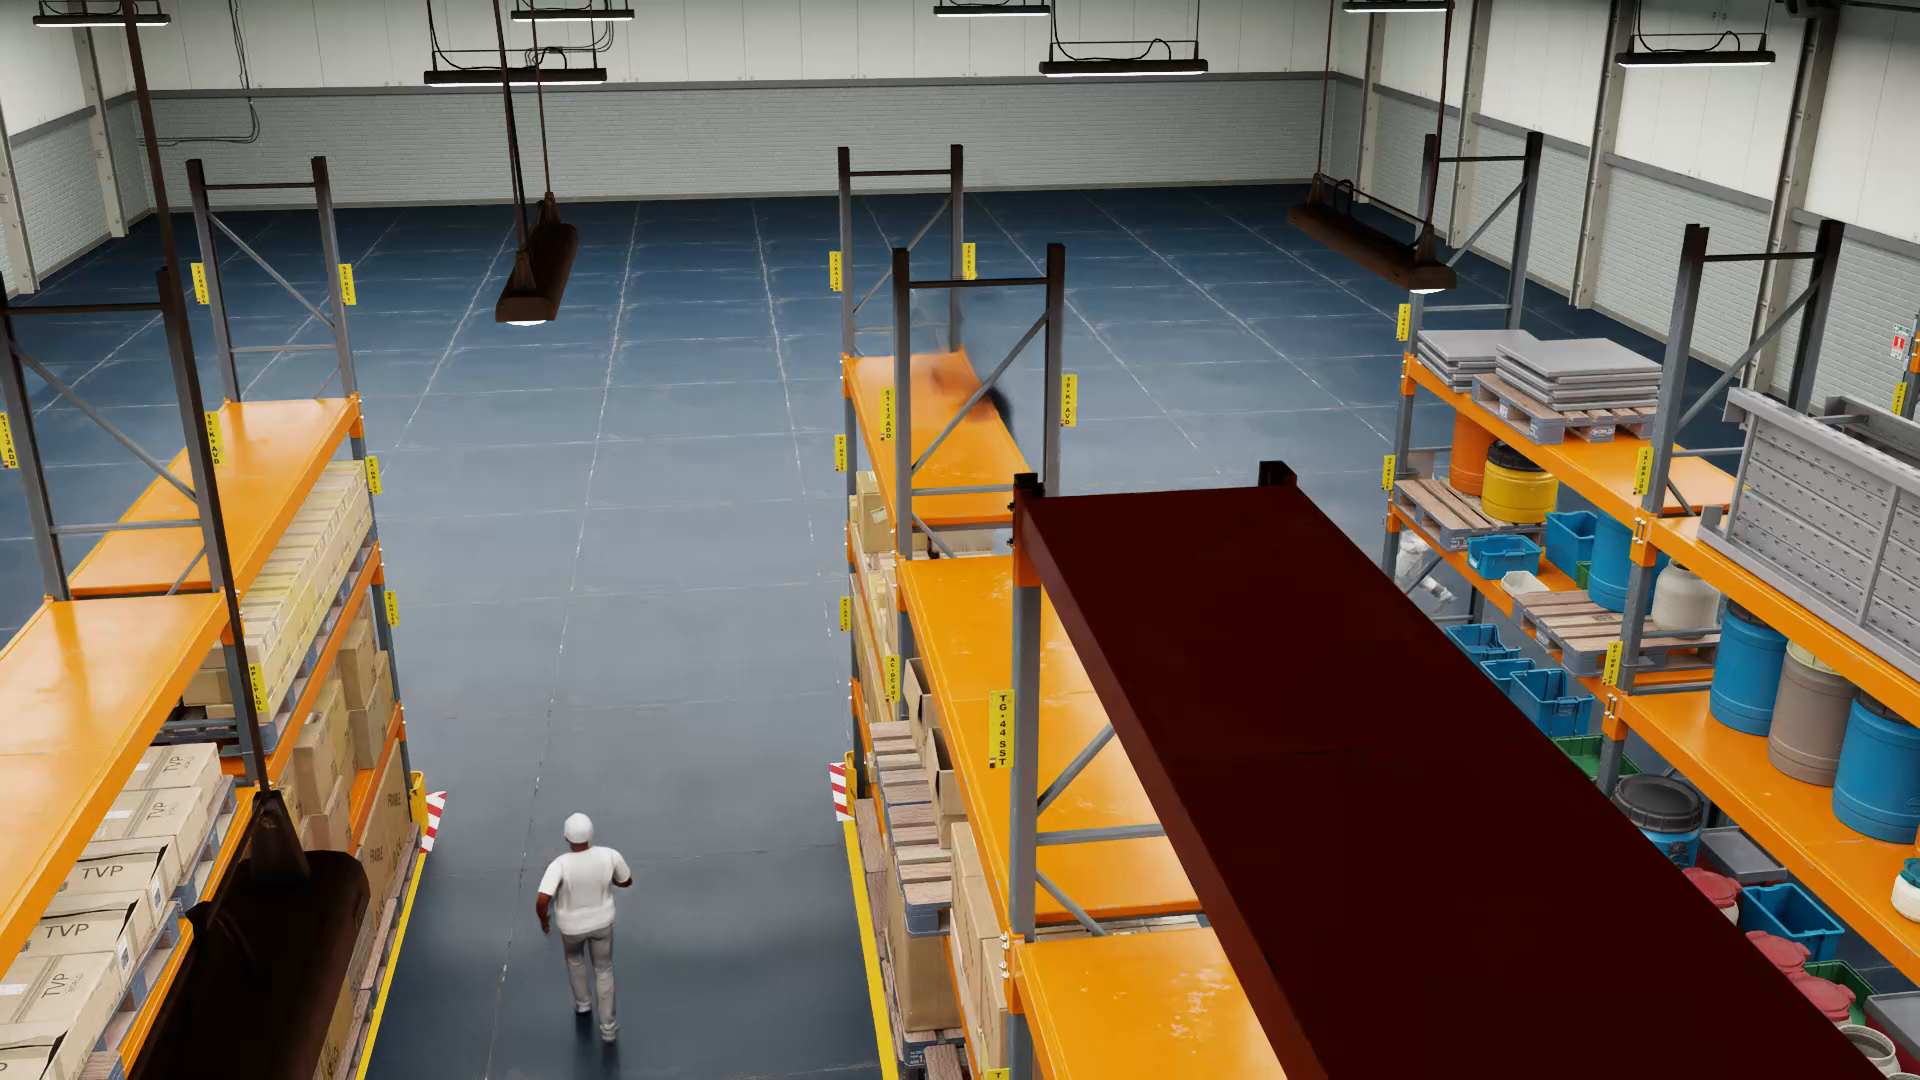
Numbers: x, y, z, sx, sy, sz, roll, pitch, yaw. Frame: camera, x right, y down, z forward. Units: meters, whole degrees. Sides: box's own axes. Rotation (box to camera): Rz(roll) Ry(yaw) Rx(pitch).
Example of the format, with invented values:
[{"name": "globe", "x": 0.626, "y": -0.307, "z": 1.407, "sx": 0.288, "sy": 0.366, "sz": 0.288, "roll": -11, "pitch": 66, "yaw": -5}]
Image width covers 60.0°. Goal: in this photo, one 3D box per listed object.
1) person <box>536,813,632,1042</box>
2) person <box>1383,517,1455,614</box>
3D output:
[{"name": "person", "x": -2.714, "y": 2.830, "z": 12.125, "sx": 0.708, "sy": 1.842, "sz": 0.785, "roll": -7, "pitch": 23, "yaw": -17}, {"name": "person", "x": 5.214, "y": 0.115, "z": 18.962, "sx": 0.965, "sy": 1.812, "sz": 0.661, "roll": 6, "pitch": 22, "yaw": 15}]
